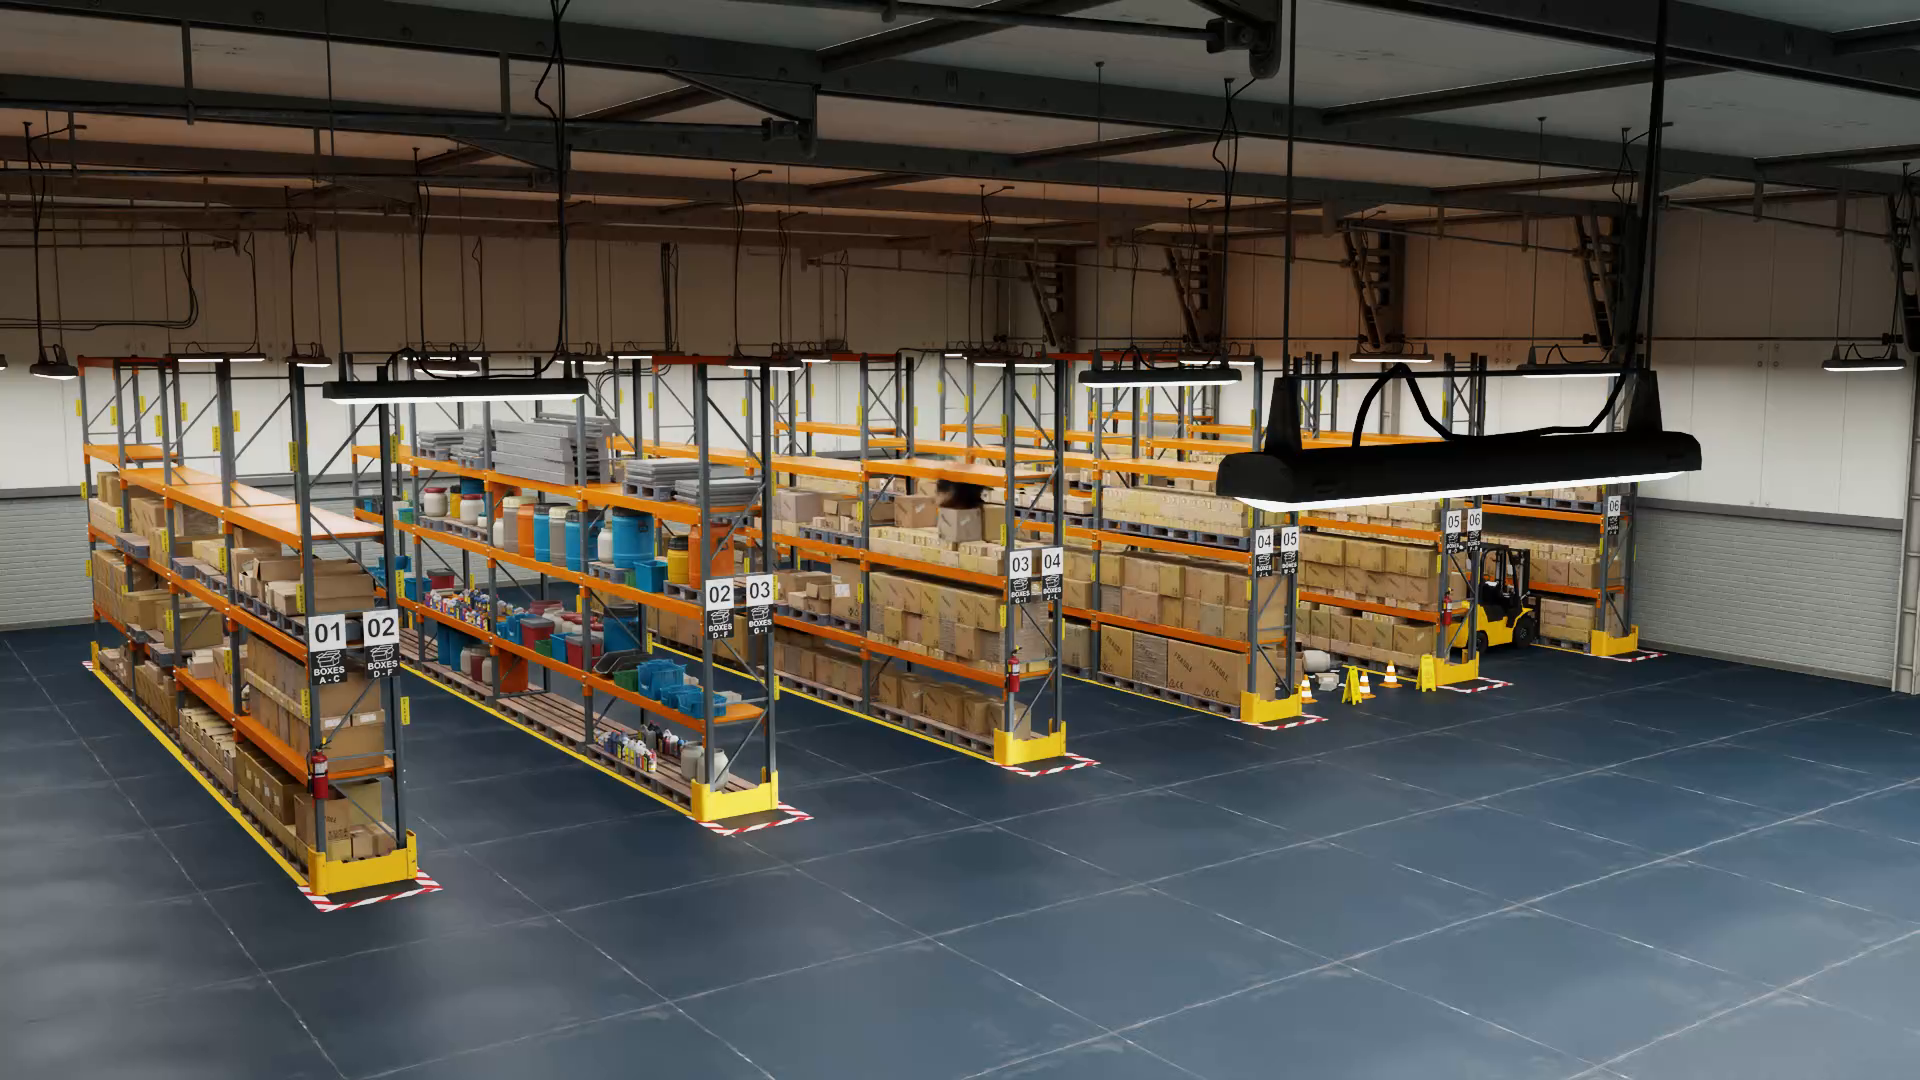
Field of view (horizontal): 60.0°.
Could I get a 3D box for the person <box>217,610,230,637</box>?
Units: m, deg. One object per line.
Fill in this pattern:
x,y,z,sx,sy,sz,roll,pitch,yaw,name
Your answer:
-14.838,1.467,33.412,0.547,1.653,0.685,2,7,16,person

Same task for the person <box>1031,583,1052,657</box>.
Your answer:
1.437,1.645,30.681,0.647,1.693,0.596,-6,9,-43,person
